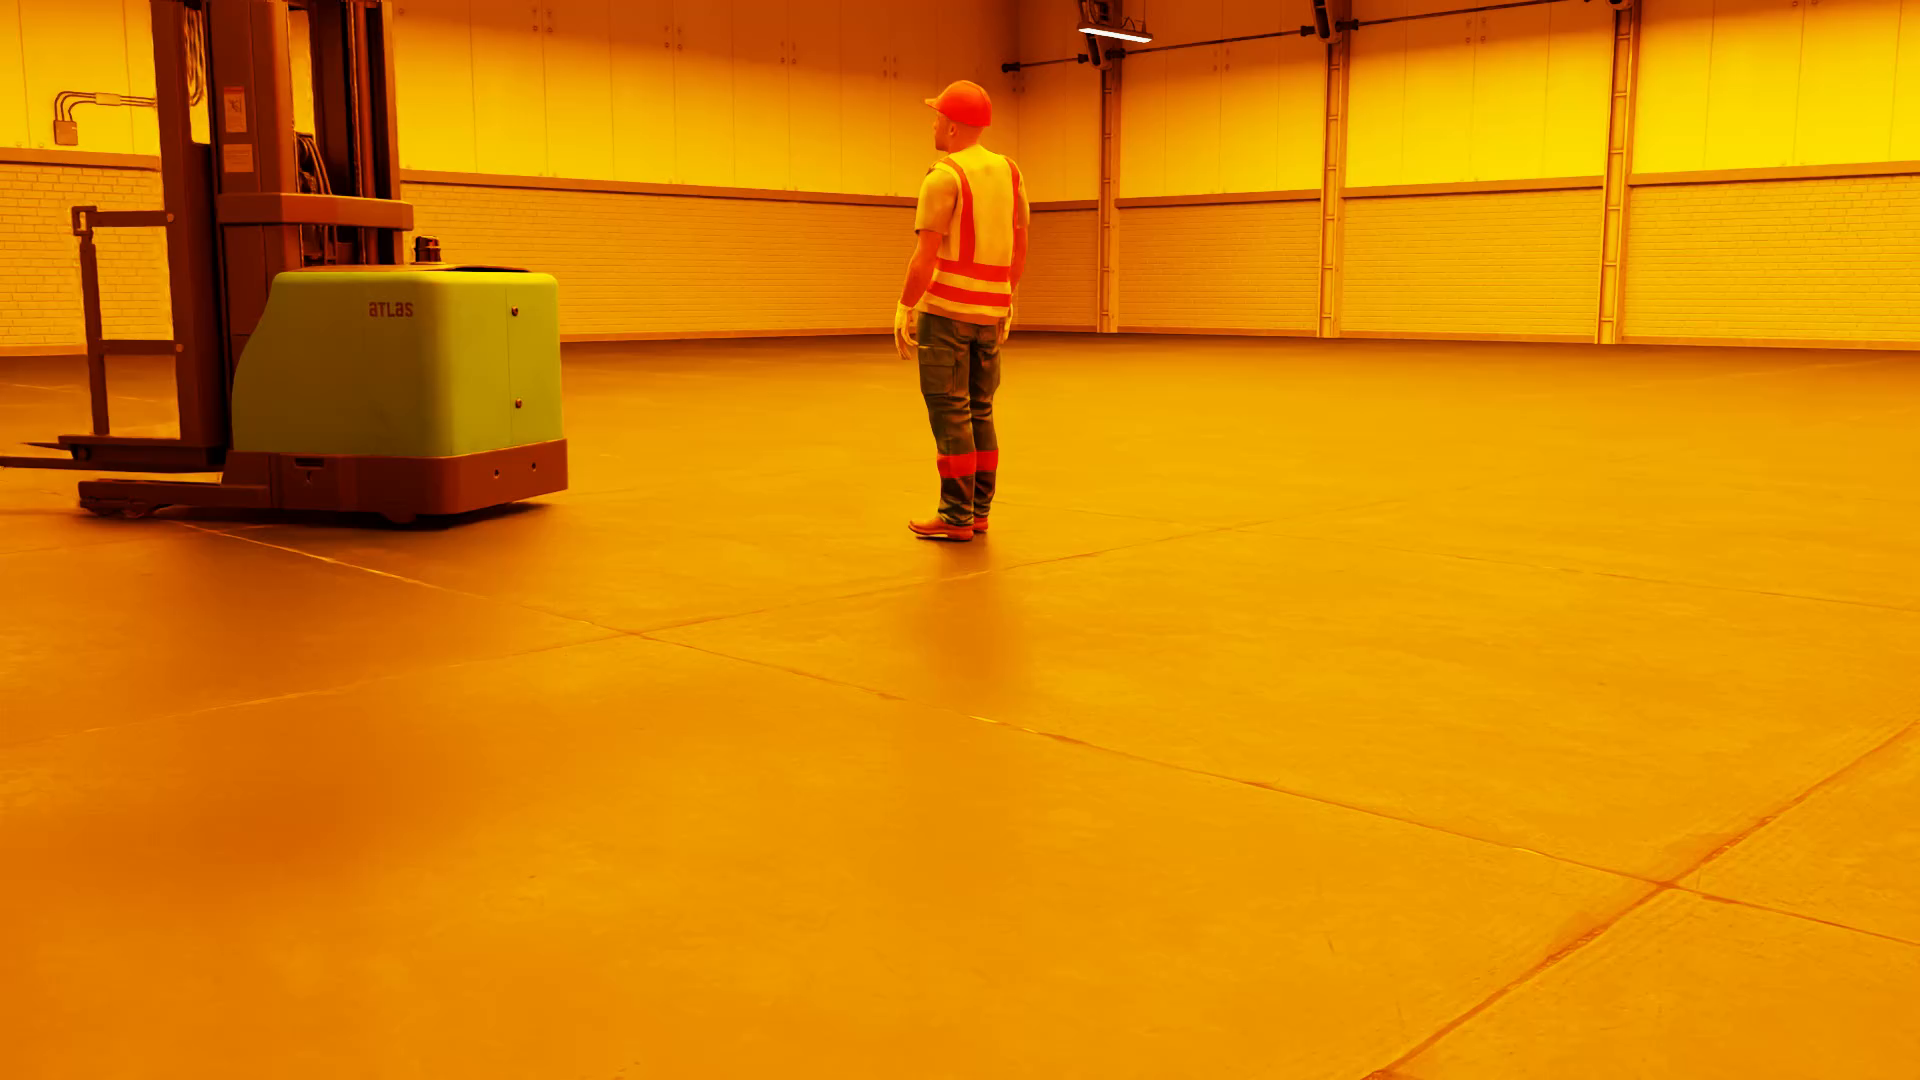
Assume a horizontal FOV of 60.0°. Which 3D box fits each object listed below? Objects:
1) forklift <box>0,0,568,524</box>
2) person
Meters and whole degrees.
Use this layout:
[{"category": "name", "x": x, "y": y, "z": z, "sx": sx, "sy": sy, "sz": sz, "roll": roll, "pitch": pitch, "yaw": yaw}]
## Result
[{"category": "forklift", "x": -3.418, "y": -1.618, "z": 7.622, "sx": 3.031, "sy": 2.935, "sz": 1.130, "roll": 3, "pitch": 9, "yaw": 17}, {"category": "person", "x": -0.049, "y": -0.901, "z": 6.646, "sx": 0.564, "sy": 1.787, "sz": 0.638, "roll": 8, "pitch": 12, "yaw": 43}]
